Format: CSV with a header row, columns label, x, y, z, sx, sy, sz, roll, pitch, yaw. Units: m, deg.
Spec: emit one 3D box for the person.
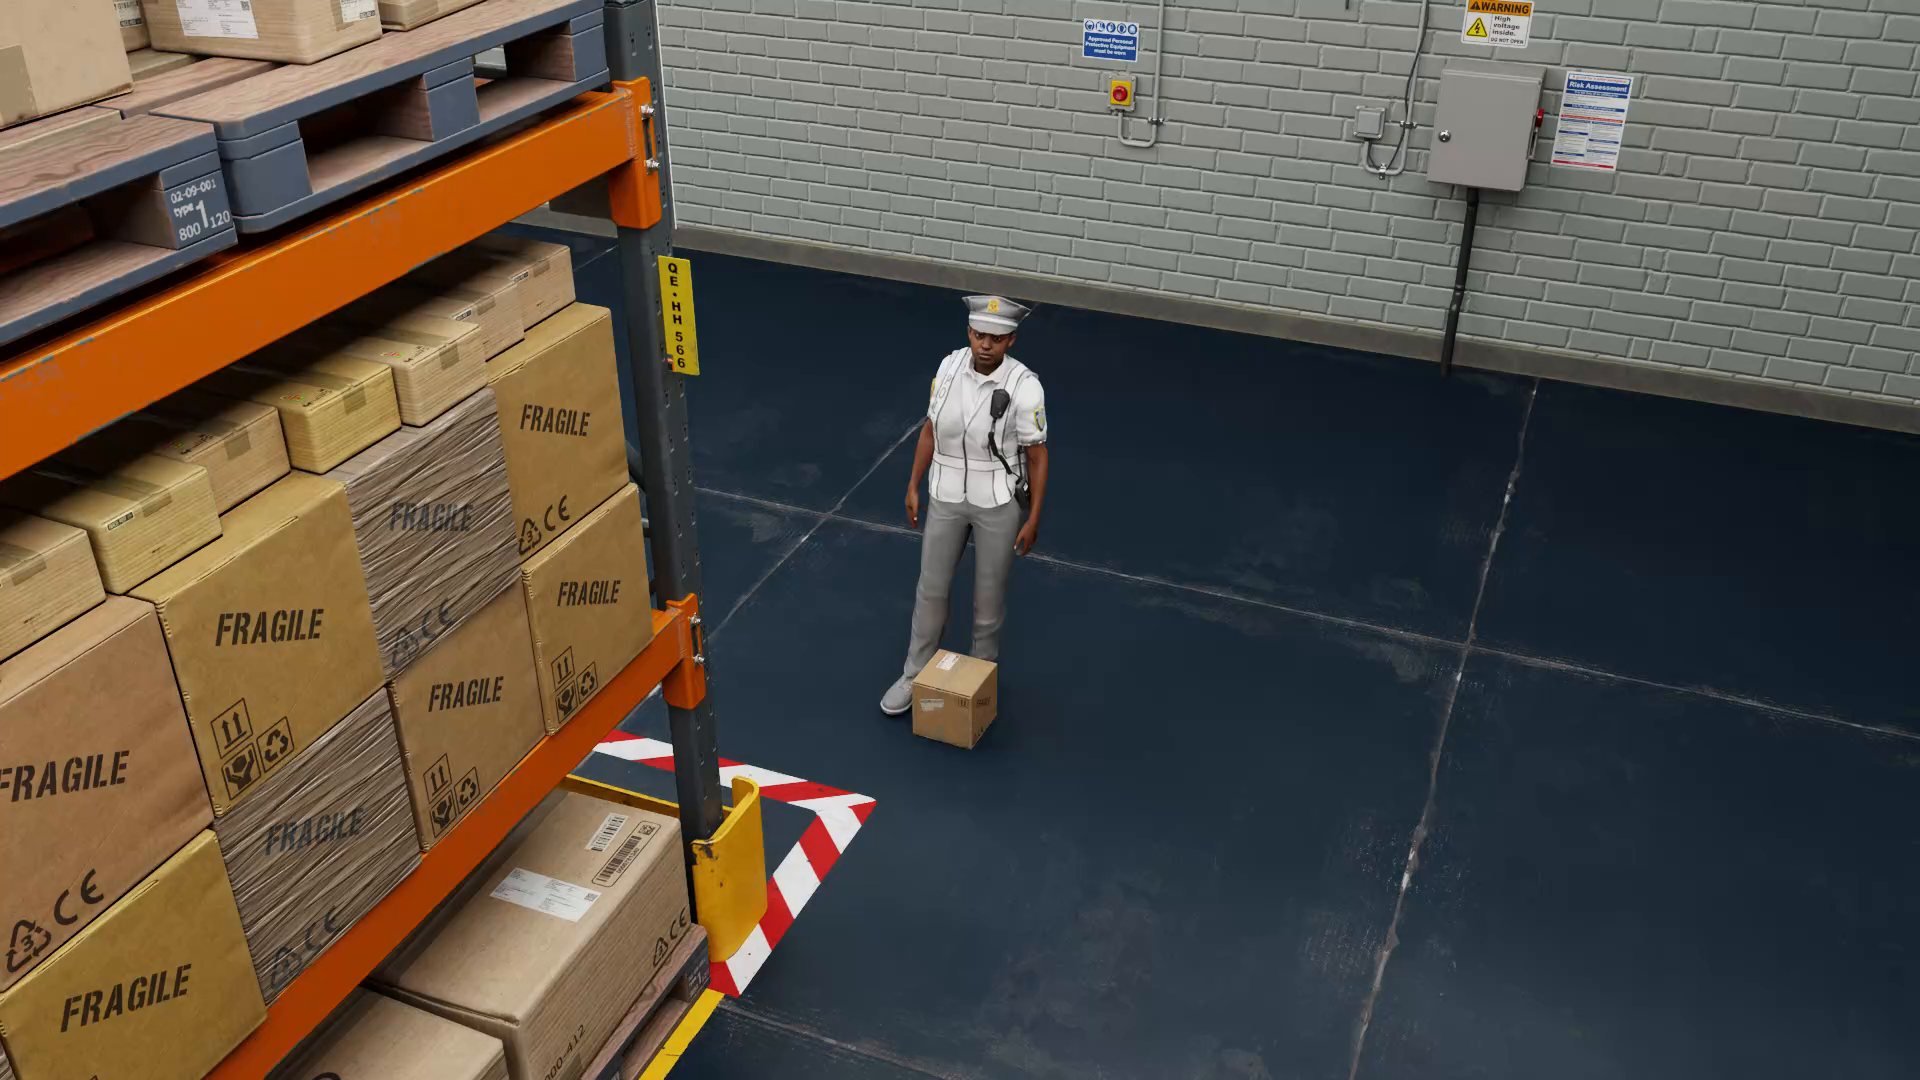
label,x,y,z,sx,sy,sz,roll,pitch,yaw
person,0.025,-0.115,6.280,0.570,1.694,0.529,11,32,19
